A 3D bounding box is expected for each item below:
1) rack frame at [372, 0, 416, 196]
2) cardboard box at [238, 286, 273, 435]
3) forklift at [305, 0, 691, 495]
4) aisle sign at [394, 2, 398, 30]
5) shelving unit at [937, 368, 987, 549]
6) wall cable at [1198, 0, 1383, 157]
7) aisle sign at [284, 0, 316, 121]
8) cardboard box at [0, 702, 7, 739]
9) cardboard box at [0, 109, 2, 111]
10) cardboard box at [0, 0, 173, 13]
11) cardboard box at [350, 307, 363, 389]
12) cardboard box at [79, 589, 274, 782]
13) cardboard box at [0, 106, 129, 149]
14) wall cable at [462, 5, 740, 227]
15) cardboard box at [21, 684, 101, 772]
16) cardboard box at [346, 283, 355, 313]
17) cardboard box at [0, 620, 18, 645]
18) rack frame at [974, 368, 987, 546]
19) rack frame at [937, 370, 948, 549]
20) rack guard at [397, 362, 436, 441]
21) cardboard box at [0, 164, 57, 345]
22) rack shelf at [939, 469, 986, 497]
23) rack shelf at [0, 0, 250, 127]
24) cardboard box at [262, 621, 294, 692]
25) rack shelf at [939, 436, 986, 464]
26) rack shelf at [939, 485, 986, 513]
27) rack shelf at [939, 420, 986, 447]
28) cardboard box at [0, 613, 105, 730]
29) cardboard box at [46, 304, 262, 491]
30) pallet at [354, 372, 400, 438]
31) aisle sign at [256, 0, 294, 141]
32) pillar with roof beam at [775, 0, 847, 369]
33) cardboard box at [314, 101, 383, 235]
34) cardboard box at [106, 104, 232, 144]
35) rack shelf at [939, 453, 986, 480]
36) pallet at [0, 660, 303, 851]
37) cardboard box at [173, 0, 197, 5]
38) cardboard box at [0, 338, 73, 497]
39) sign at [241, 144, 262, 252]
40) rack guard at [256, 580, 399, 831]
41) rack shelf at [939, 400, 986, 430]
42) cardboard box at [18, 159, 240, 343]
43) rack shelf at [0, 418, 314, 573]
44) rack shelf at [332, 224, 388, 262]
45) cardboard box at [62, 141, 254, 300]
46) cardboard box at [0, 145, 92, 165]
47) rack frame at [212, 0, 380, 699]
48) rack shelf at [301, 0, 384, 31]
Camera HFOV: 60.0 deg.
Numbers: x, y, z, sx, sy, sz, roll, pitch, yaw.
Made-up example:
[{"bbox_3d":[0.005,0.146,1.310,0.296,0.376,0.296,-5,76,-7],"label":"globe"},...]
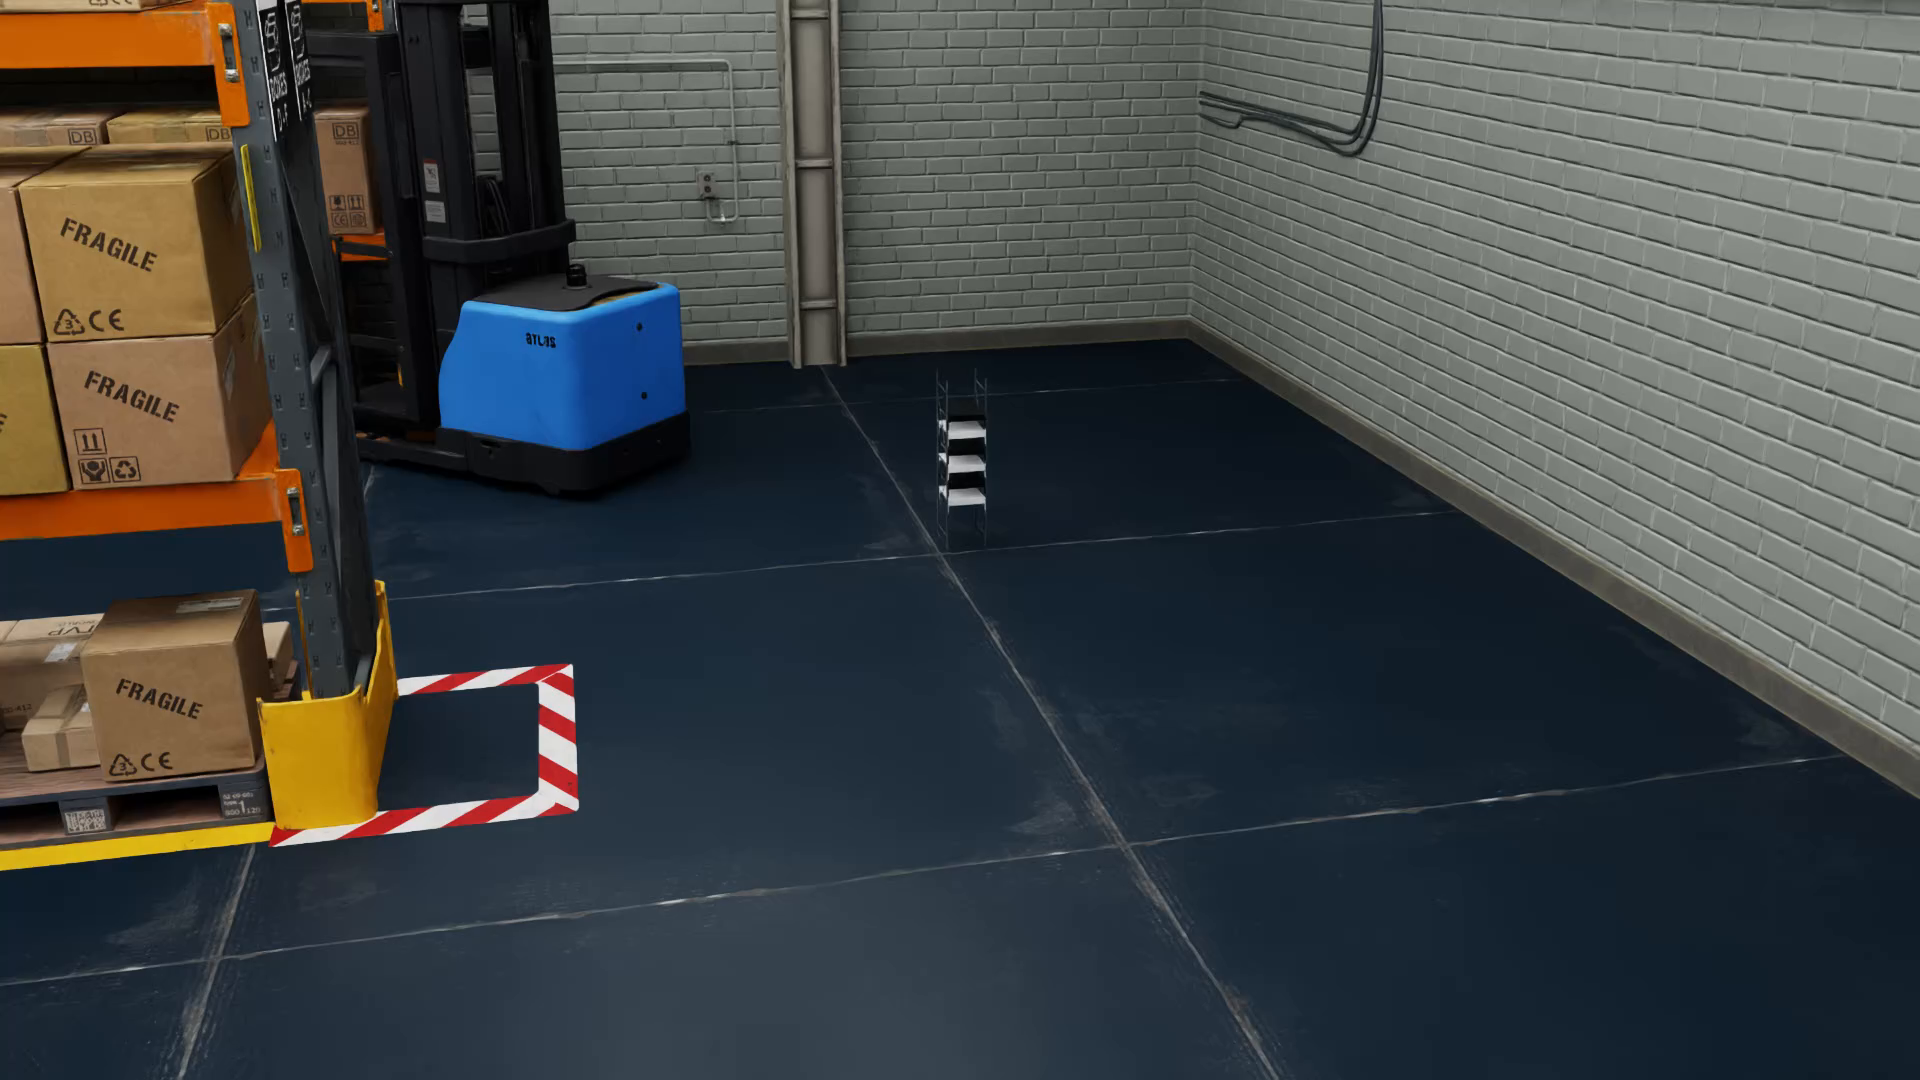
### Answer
[{"bbox_3d":[-3.493,-2.233,10.550,0.127,3.000,1.000,-5,21,-12],"label":"rack frame"},{"bbox_3d":[-2.842,-0.676,6.153,0.500,0.500,0.500,-4,21,-11],"label":"cardboard box"},{"bbox_3d":[-3.182,-1.978,9.952,3.031,2.935,1.130,11,23,27],"label":"forklift"},{"bbox_3d":[-3.354,-3.359,9.845,0.004,0.787,0.394,-5,21,-12],"label":"aisle sign"},{"bbox_3d":[0.008,-0.423,8.662,0.210,0.900,0.258,-5,21,-12],"label":"shelving unit"},{"bbox_3d":[2.094,-3.920,10.948,0.112,2.526,3.097,-5,21,-12],"label":"wall cable"},{"bbox_3d":[-2.350,-1.900,5.861,0.004,0.787,0.394,-5,21,-12],"label":"aisle sign"},{"bbox_3d":[-3.753,0.700,5.902,0.500,0.250,0.500,-5,21,-12],"label":"cardboard box"},{"bbox_3d":[-6.142,-2.151,9.890,0.700,0.700,0.980,-5,21,-14],"label":"cardboard box"},{"bbox_3d":[-2.788,-1.785,5.183,0.500,0.250,0.500,-5,21,-12],"label":"cardboard box"},{"bbox_3d":[-4.151,-1.168,10.666,0.500,0.500,0.700,-5,21,-12],"label":"cardboard box"},{"bbox_3d":[-2.822,0.517,6.036,0.500,0.500,0.500,-5,21,-12],"label":"cardboard box"},{"bbox_3d":[-5.436,-2.212,10.056,0.700,0.700,0.980,-6,21,-15],"label":"cardboard box"},{"bbox_3d":[-2.464,-3.128,11.517,1.851,1.984,0.084,-5,21,-12],"label":"wall cable"},{"bbox_3d":[-3.236,0.676,6.088,0.250,0.166,0.380,-5,21,-12],"label":"cardboard box"},{"bbox_3d":[-4.075,-1.549,10.764,0.250,0.149,0.380,-5,21,-12],"label":"cardboard box"},{"bbox_3d":[-3.917,0.536,6.348,0.500,0.250,0.500,-5,21,-12],"label":"cardboard box"},{"bbox_3d":[0.107,-0.431,8.684,0.006,0.900,0.240,-5,21,-12],"label":"rack frame"},{"bbox_3d":[-0.091,-0.415,8.640,0.006,0.900,0.240,-5,21,-12],"label":"rack frame"},{"bbox_3d":[-3.469,-1.062,10.986,0.348,0.500,1.175,-5,21,-12],"label":"rack guard"},{"bbox_3d":[-3.210,-0.924,5.378,0.500,0.500,0.500,-4,21,-11],"label":"cardboard box"},{"bbox_3d":[0.008,-0.307,8.704,0.200,0.077,0.258,-5,21,-12],"label":"rack shelf"},{"bbox_3d":[-4.295,-1.488,5.200,4.000,0.370,1.077,-5,21,-12],"label":"rack shelf"},{"bbox_3d":[-2.836,0.475,6.663,0.250,0.149,0.380,-5,21,-12],"label":"cardboard box"},{"bbox_3d":[0.008,-0.476,8.642,0.200,0.077,0.258,-5,21,-12],"label":"rack shelf"},{"bbox_3d":[0.008,-0.223,8.735,0.200,0.077,0.258,-5,21,-12],"label":"rack shelf"},{"bbox_3d":[0.008,-0.561,8.611,0.200,0.077,0.258,-5,21,-12],"label":"rack shelf"},{"bbox_3d":[-3.430,0.497,6.456,0.500,0.250,0.500,-5,21,-12],"label":"cardboard box"},{"bbox_3d":[-2.722,-0.496,5.662,0.500,0.500,0.500,-4,20,-11],"label":"cardboard box"},{"bbox_3d":[-4.253,-0.834,10.786,1.213,0.211,1.003,-5,21,-12],"label":"pallet"},{"bbox_3d":[-2.212,-1.699,5.312,0.004,0.787,0.394,-5,21,-12],"label":"aisle sign"},{"bbox_3d":[-0.073,-4.113,6.959,0.400,9.000,9.100,-5,21,-12],"label":"pillar with roof beam"},{"bbox_3d":[-3.987,-2.330,10.380,0.700,0.700,0.980,-4,20,-10],"label":"cardboard box"},{"bbox_3d":[-4.692,-2.269,10.212,0.700,0.700,0.980,-5,21,-13],"label":"cardboard box"},{"bbox_3d":[0.008,-0.392,8.673,0.200,0.077,0.258,-5,21,-12],"label":"rack shelf"},{"bbox_3d":[-3.199,0.803,6.315,1.213,0.211,1.003,-5,21,-12],"label":"pallet"},{"bbox_3d":[-2.907,-1.958,5.656,0.500,0.250,0.500,-5,21,-12],"label":"cardboard box"},{"bbox_3d":[-3.226,-0.454,5.547,0.500,0.500,0.500,-4,21,-12],"label":"cardboard box"},{"bbox_3d":[-2.241,-1.080,5.260,0.005,0.325,0.100,-5,21,-12],"label":"sign"},{"bbox_3d":[-2.423,0.604,6.438,0.348,0.500,1.175,-5,21,-12],"label":"rack guard"},{"bbox_3d":[0.008,-0.645,8.580,0.200,0.077,0.258,-5,21,-12],"label":"rack shelf"},{"bbox_3d":[-2.719,-0.965,5.488,0.500,0.500,0.500,-5,21,-13],"label":"cardboard box"},{"bbox_3d":[-4.295,-0.079,5.716,4.000,0.370,1.077,-5,21,-12],"label":"rack shelf"},{"bbox_3d":[-5.439,-1.737,10.242,4.000,0.370,1.077,-5,21,-12],"label":"rack shelf"},{"bbox_3d":[-2.842,-1.145,5.981,0.500,0.500,0.500,-4,20,-11],"label":"cardboard box"},{"bbox_3d":[-3.349,-1.101,5.861,0.500,0.500,0.500,-4,21,-12],"label":"cardboard box"},{"bbox_3d":[-2.349,-0.575,6.025,0.127,3.000,1.000,-5,21,-12],"label":"rack frame"},{"bbox_3d":[-5.439,-3.146,9.726,4.000,0.370,1.077,-5,21,-12],"label":"rack shelf"}]
